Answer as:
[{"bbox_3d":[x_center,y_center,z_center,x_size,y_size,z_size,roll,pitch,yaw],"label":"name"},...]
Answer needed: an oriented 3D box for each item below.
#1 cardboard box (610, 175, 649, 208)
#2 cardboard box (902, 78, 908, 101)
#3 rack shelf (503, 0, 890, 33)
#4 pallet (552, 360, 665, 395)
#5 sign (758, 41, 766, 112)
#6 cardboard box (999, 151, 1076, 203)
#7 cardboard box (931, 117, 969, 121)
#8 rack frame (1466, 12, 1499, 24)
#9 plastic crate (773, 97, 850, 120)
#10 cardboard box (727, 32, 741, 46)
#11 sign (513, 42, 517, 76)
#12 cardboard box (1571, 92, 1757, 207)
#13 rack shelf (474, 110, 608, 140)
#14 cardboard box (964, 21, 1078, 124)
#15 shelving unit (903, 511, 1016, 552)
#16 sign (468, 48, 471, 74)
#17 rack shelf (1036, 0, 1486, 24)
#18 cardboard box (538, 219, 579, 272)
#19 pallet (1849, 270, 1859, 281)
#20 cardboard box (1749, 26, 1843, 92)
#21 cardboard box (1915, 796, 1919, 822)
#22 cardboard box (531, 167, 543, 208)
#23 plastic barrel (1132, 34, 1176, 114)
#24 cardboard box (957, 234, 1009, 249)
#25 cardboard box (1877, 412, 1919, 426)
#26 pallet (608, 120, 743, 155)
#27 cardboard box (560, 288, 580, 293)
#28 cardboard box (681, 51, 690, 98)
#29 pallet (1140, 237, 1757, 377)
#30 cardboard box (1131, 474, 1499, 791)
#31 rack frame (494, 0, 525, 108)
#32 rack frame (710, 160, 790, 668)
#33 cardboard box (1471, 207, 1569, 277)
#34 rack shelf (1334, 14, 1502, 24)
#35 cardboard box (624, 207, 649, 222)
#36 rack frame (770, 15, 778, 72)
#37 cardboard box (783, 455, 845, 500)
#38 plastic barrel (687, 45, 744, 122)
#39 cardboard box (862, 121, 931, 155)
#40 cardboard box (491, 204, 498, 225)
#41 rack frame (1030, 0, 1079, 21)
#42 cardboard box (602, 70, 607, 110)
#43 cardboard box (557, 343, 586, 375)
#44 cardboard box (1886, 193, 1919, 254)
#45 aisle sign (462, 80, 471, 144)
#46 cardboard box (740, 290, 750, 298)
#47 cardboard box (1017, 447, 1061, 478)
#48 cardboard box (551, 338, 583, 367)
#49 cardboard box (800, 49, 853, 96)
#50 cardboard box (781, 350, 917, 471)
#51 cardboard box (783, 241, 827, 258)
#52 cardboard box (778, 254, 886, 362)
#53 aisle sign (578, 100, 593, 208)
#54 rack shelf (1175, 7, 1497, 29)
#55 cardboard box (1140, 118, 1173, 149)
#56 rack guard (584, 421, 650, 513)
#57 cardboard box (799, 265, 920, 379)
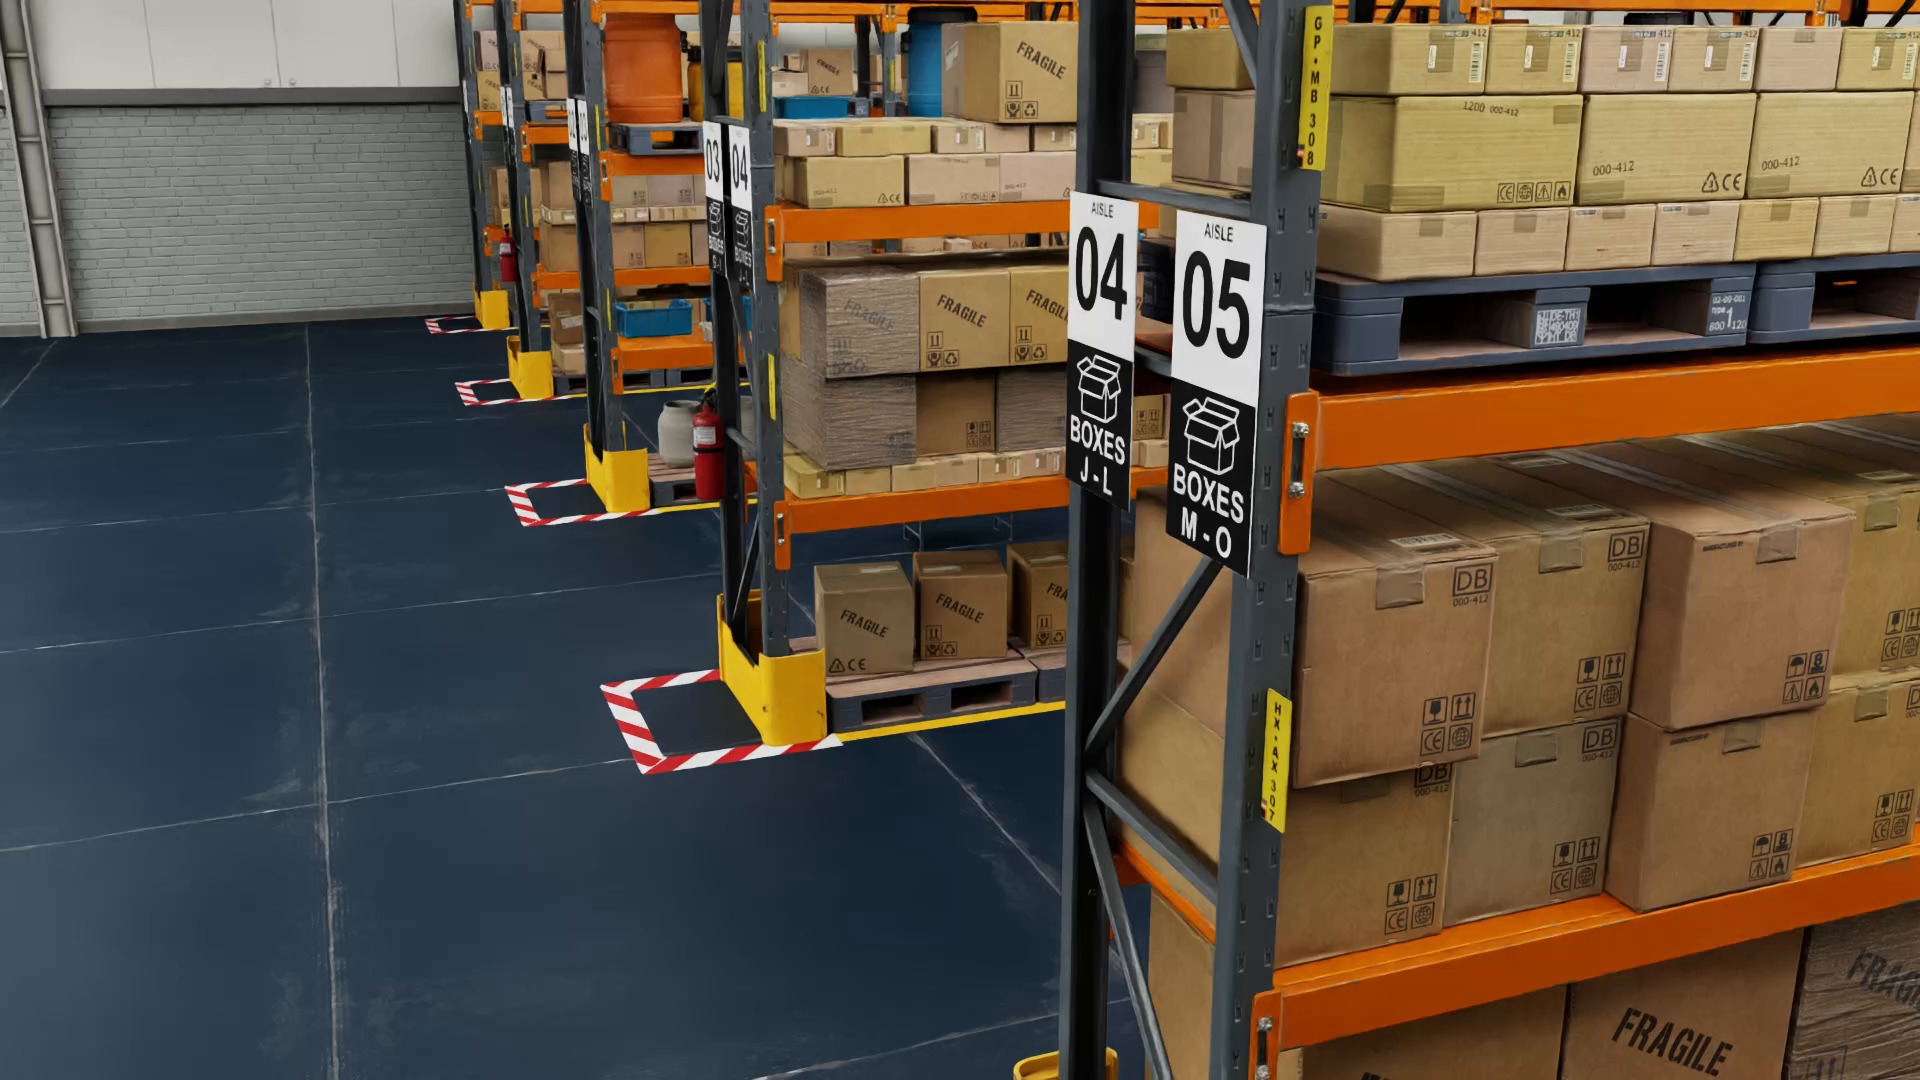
[{"bbox_3d":[-3.702,-3.878,17.999,0.500,0.500,0.700,-7,18,-22],"label":"cardboard box"},{"bbox_3d":[-0.368,-5.135,18.959,0.500,0.250,0.500,-4,17,-14],"label":"cardboard box"},{"bbox_3d":[-2.814,-5.647,17.842,4.000,0.370,1.077,-6,17,-20],"label":"rack shelf"},{"bbox_3d":[-3.982,-1.854,18.536,1.213,0.211,1.003,-6,17,-20],"label":"pallet"},{"bbox_3d":[-0.946,-2.213,7.935,0.005,0.325,0.100,-6,17,-20],"label":"sign"},{"bbox_3d":[0.346,-1.947,8.848,0.500,0.250,0.500,-6,17,-20],"label":"cardboard box"},{"bbox_3d":[0.010,-2.241,9.141,0.250,0.149,0.380,-6,17,-19],"label":"cardboard box"},{"bbox_3d":[6.524,-7.192,21.118,0.127,3.000,1.000,-6,17,-20],"label":"rack frame"},{"bbox_3d":[-1.240,-3.503,13.908,0.575,0.384,0.392,-6,17,-20],"label":"plastic crate"},{"bbox_3d":[-3.093,-6.665,22.658,0.500,0.500,0.500,-8,18,-25],"label":"cardboard box"},{"bbox_3d":[-4.488,-4.854,16.787,0.005,0.325,0.100,-6,17,-20],"label":"sign"},{"bbox_3d":[1.556,-0.974,4.082,0.500,0.250,0.500,-6,18,-21],"label":"cardboard box"},{"bbox_3d":[-4.590,-5.702,22.646,4.000,0.370,1.077,-6,17,-20],"label":"rack shelf"},{"bbox_3d":[0.343,-2.445,8.685,0.500,0.500,0.500,-6,17,-20],"label":"cardboard box"},{"bbox_3d":[-0.006,-0.719,12.385,0.755,1.500,0.431,-6,17,-20],"label":"shelving unit"},{"bbox_3d":[-6.263,-6.122,21.249,0.005,0.325,0.100,-6,17,-20],"label":"sign"},{"bbox_3d":[2.690,-4.746,14.777,4.000,0.370,1.077,-6,17,-20],"label":"rack shelf"},{"bbox_3d":[-4.241,-3.195,17.978,0.500,0.500,0.700,-6,17,-20],"label":"cardboard box"},{"bbox_3d":[3.508,-0.902,5.180,1.213,0.211,1.003,-6,17,-20],"label":"pallet"},{"bbox_3d":[1.915,-1.185,4.093,0.250,0.149,0.380,-6,18,-21],"label":"cardboard box"},{"bbox_3d":[2.883,0.468,5.414,0.550,0.550,0.875,-6,17,-20],"label":"cardboard box"},{"bbox_3d":[-5.439,-4.720,22.248,0.500,0.500,0.500,-6,17,-20],"label":"cardboard box"},{"bbox_3d":[1.831,-4.057,14.878,0.600,0.901,0.600,0,16,0],"label":"plastic barrel"},{"bbox_3d":[0.269,-3.681,19.633,0.500,0.500,0.500,-5,17,-16],"label":"cardboard box"},{"bbox_3d":[3.447,-0.061,5.299,0.550,0.550,0.875,-6,17,-20],"label":"cardboard box"},{"bbox_3d":[-2.105,-3.206,13.205,1.213,0.211,1.003,-6,17,-20],"label":"pallet"},{"bbox_3d":[-5.247,-3.431,22.950,0.500,0.311,0.500,-5,17,-15],"label":"cardboard box"},{"bbox_3d":[-3.033,-4.955,17.653,0.500,0.500,0.500,-6,17,-20],"label":"cardboard box"},{"bbox_3d":[1.229,-0.656,4.342,1.213,0.211,1.003,-6,17,-20],"label":"pallet"},{"bbox_3d":[0.901,0.201,4.407,0.550,0.550,0.875,-6,17,-20],"label":"cardboard box"},{"bbox_3d":[-4.681,-5.982,16.998,0.127,3.000,1.000,-6,17,-20],"label":"rack frame"},{"bbox_3d":[-1.140,-0.497,8.967,0.127,3.000,1.000,-6,17,-20],"label":"rack frame"},{"bbox_3d":[1.213,-0.726,3.946,0.250,0.149,0.380,-6,17,-20],"label":"cardboard box"},{"bbox_3d":[6.616,-8.159,26.399,4.000,0.370,1.077,-6,17,-20],"label":"rack shelf"},{"bbox_3d":[-3.523,-3.523,17.942,0.250,0.149,0.380,-6,18,-21],"label":"cardboard box"},{"bbox_3d":[-2.722,-7.688,22.808,0.127,3.000,1.000,-6,17,-20],"label":"rack frame"},{"bbox_3d":[-0.789,-0.342,8.886,0.250,0.149,0.380,-6,17,-20],"label":"cardboard box"},{"bbox_3d":[-1.893,-3.679,13.401,0.600,0.588,0.600,0,16,0],"label":"plastic barrel"},{"bbox_3d":[-0.332,-2.081,8.596,0.250,0.149,0.380,-6,18,-21],"label":"cardboard box"},{"bbox_3d":[-6.090,-4.442,22.633,0.500,0.250,0.500,-6,17,-19],"label":"cardboard box"},{"bbox_3d":[0.823,-5.082,13.932,0.127,3.000,1.000,-6,17,-20],"label":"rack frame"},{"bbox_3d":[-4.565,-6.029,22.269,0.500,0.500,0.500,-5,17,-17],"label":"cardboard box"},{"bbox_3d":[-4.101,-1.981,18.156,0.500,0.250,0.500,-6,17,-20],"label":"cardboard box"},{"bbox_3d":[2.391,-0.853,4.379,0.250,0.149,0.380,-6,17,-20],"label":"cardboard box"},{"bbox_3d":[-6.417,-5.568,21.621,0.004,0.787,0.394,-6,17,-20],"label":"aisle sign"},{"bbox_3d":[-2.238,-2.546,18.748,0.500,0.500,0.500,-6,17,-20],"label":"cardboard box"},{"bbox_3d":[0.376,-0.470,9.321,0.250,0.149,0.380,-6,17,-20],"label":"cardboard box"},{"bbox_3d":[-4.286,-2.118,18.621,0.500,0.250,0.500,-6,17,-20],"label":"cardboard box"},{"bbox_3d":[-1.511,-5.281,18.764,0.500,0.500,0.500,-5,17,-16],"label":"cardboard box"},{"bbox_3d":[-0.617,-0.736,9.075,0.500,0.500,0.875,-6,17,-20],"label":"cardboard box"},{"bbox_3d":[-1.849,-3.454,18.858,0.500,0.500,0.700,-6,18,-21],"label":"cardboard box"},{"bbox_3d":[-0.715,-1.288,9.180,0.500,0.500,0.500,-6,17,-20],"label":"cardboard box"},{"bbox_3d":[-2.875,-2.963,12.751,0.004,0.787,0.394,-6,17,-20],"label":"aisle sign"},{"bbox_3d":[4.656,-6.453,20.589,4.000,0.370,1.077,-6,17,-20],"label":"rack shelf"},{"bbox_3d":[1.166,-2.216,9.055,0.250,0.149,0.380,-5,17,-17],"label":"cardboard box"},{"bbox_3d":[-2.858,-0.621,13.825,0.348,0.500,1.175,-6,17,-20],"label":"rack guard"},{"bbox_3d":[-0.529,-1.151,8.714,0.500,0.500,0.500,-6,17,-20],"label":"cardboard box"}]
